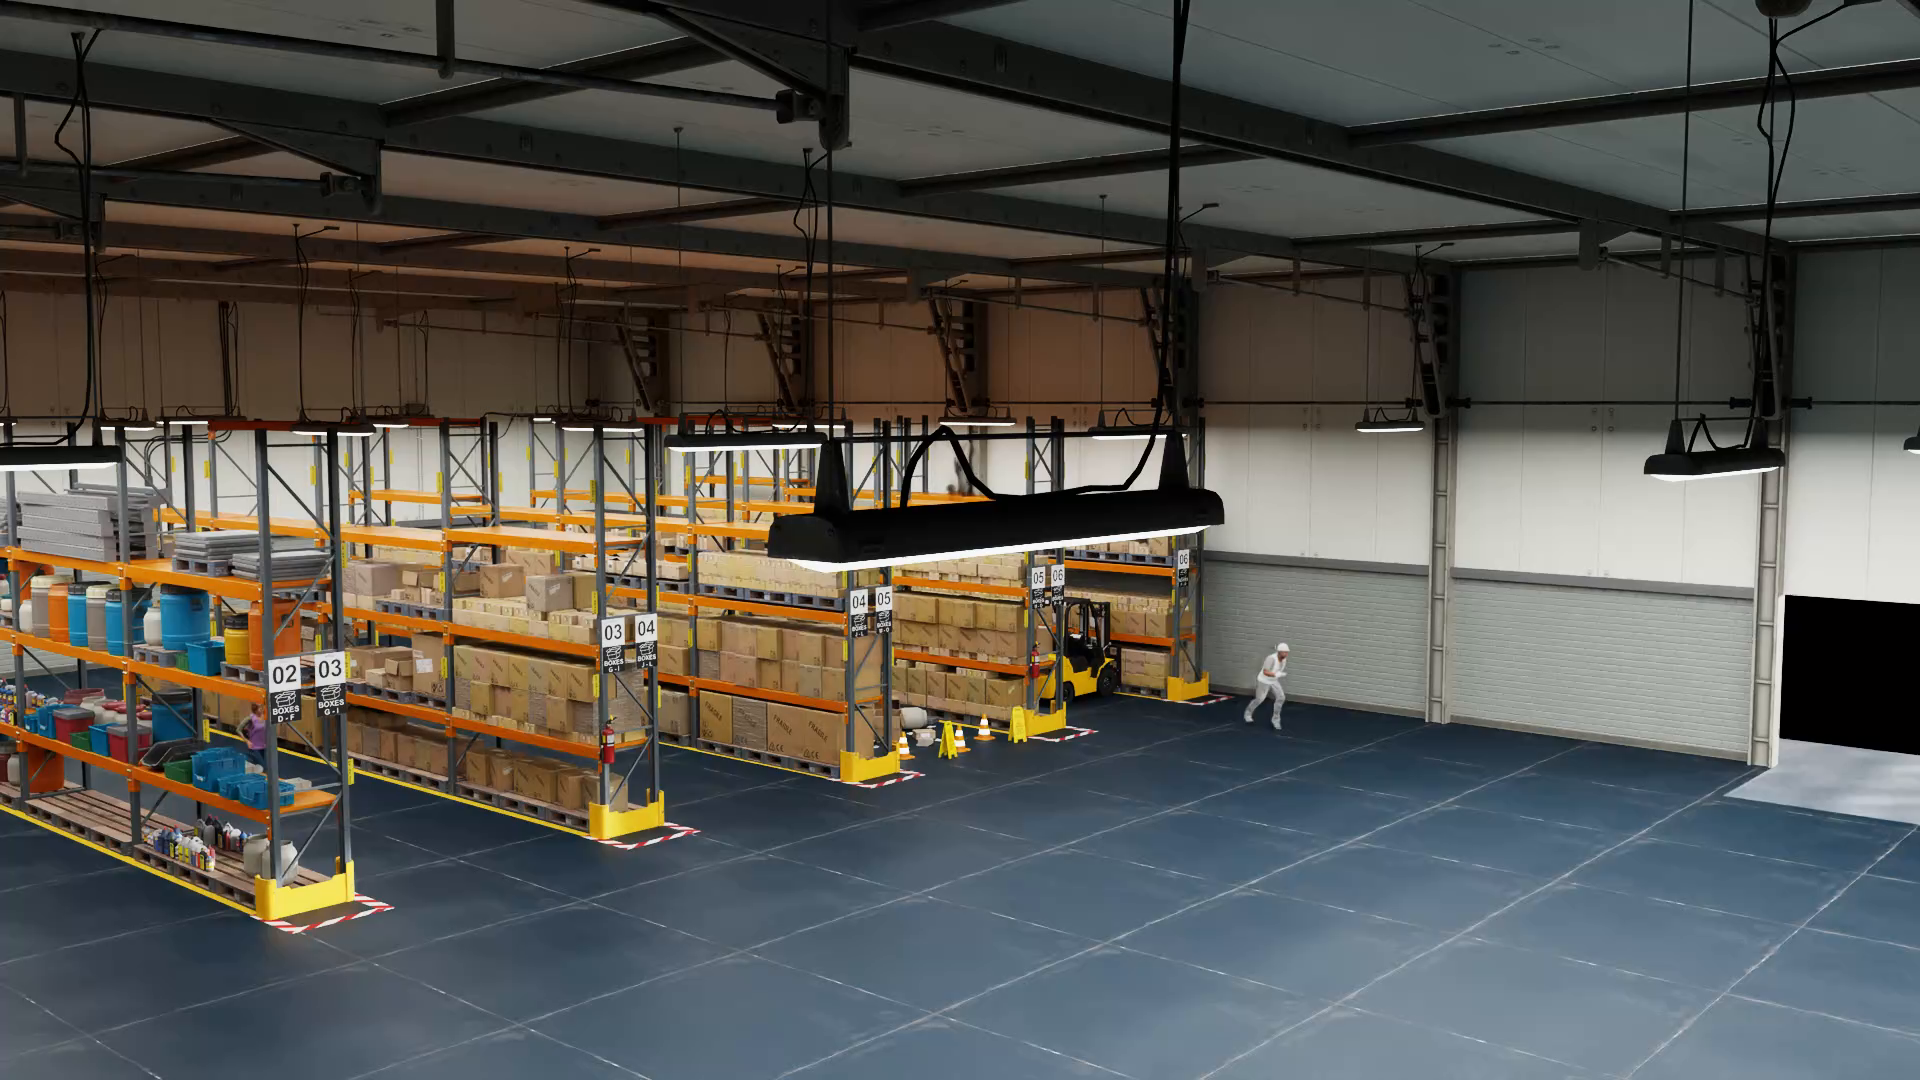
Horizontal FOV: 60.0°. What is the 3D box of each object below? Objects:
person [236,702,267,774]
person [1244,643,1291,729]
[{"bbox_3d":[-11.226,3.329,26.519,0.788,1.596,0.546,3,5,29],"label":"person"},{"bbox_3d":[5.993,2.832,32.415,1.021,1.721,0.729,5,7,44],"label":"person"}]
